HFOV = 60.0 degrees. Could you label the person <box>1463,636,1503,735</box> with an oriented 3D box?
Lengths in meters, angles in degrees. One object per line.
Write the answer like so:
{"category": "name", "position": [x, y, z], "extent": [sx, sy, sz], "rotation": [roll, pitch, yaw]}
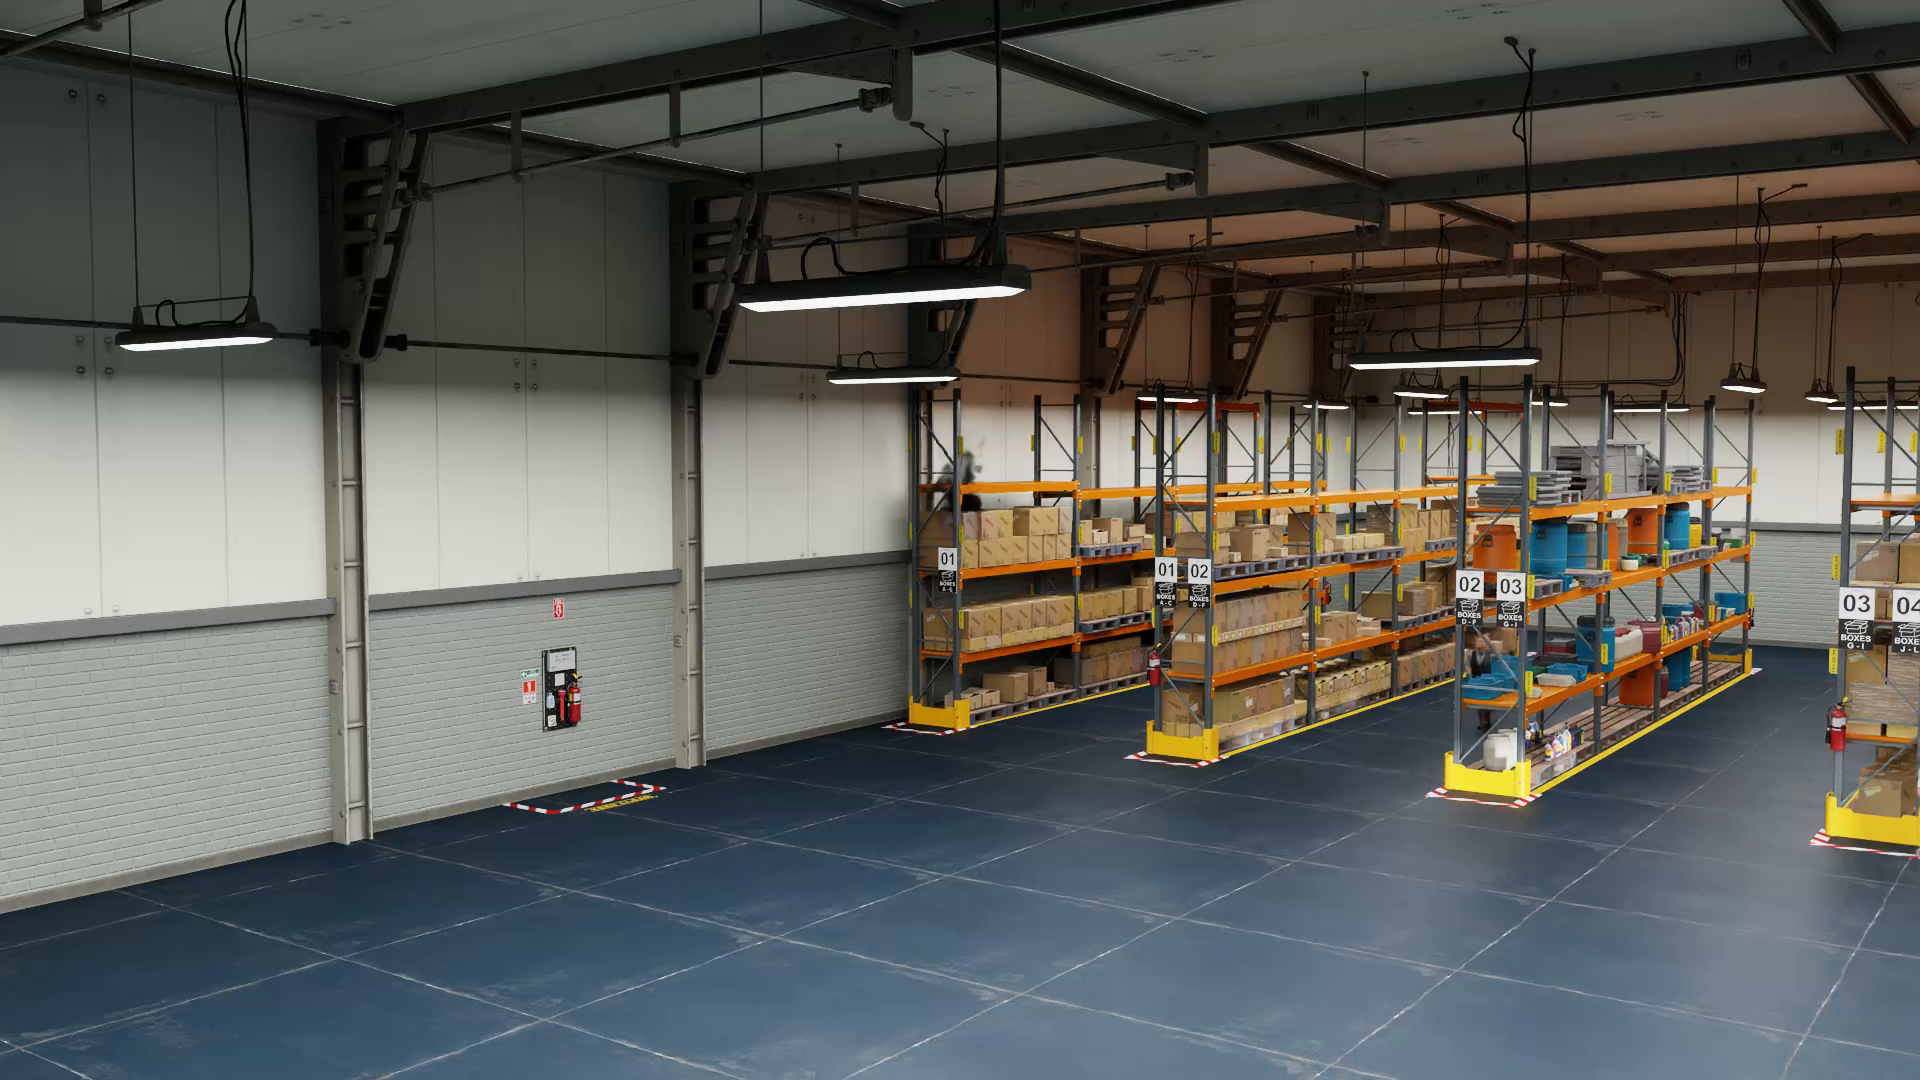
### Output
{"category": "person", "position": [9.042, 2.505, 28.702], "extent": [0.664, 1.693, 0.848], "rotation": [3, 4, 41]}
